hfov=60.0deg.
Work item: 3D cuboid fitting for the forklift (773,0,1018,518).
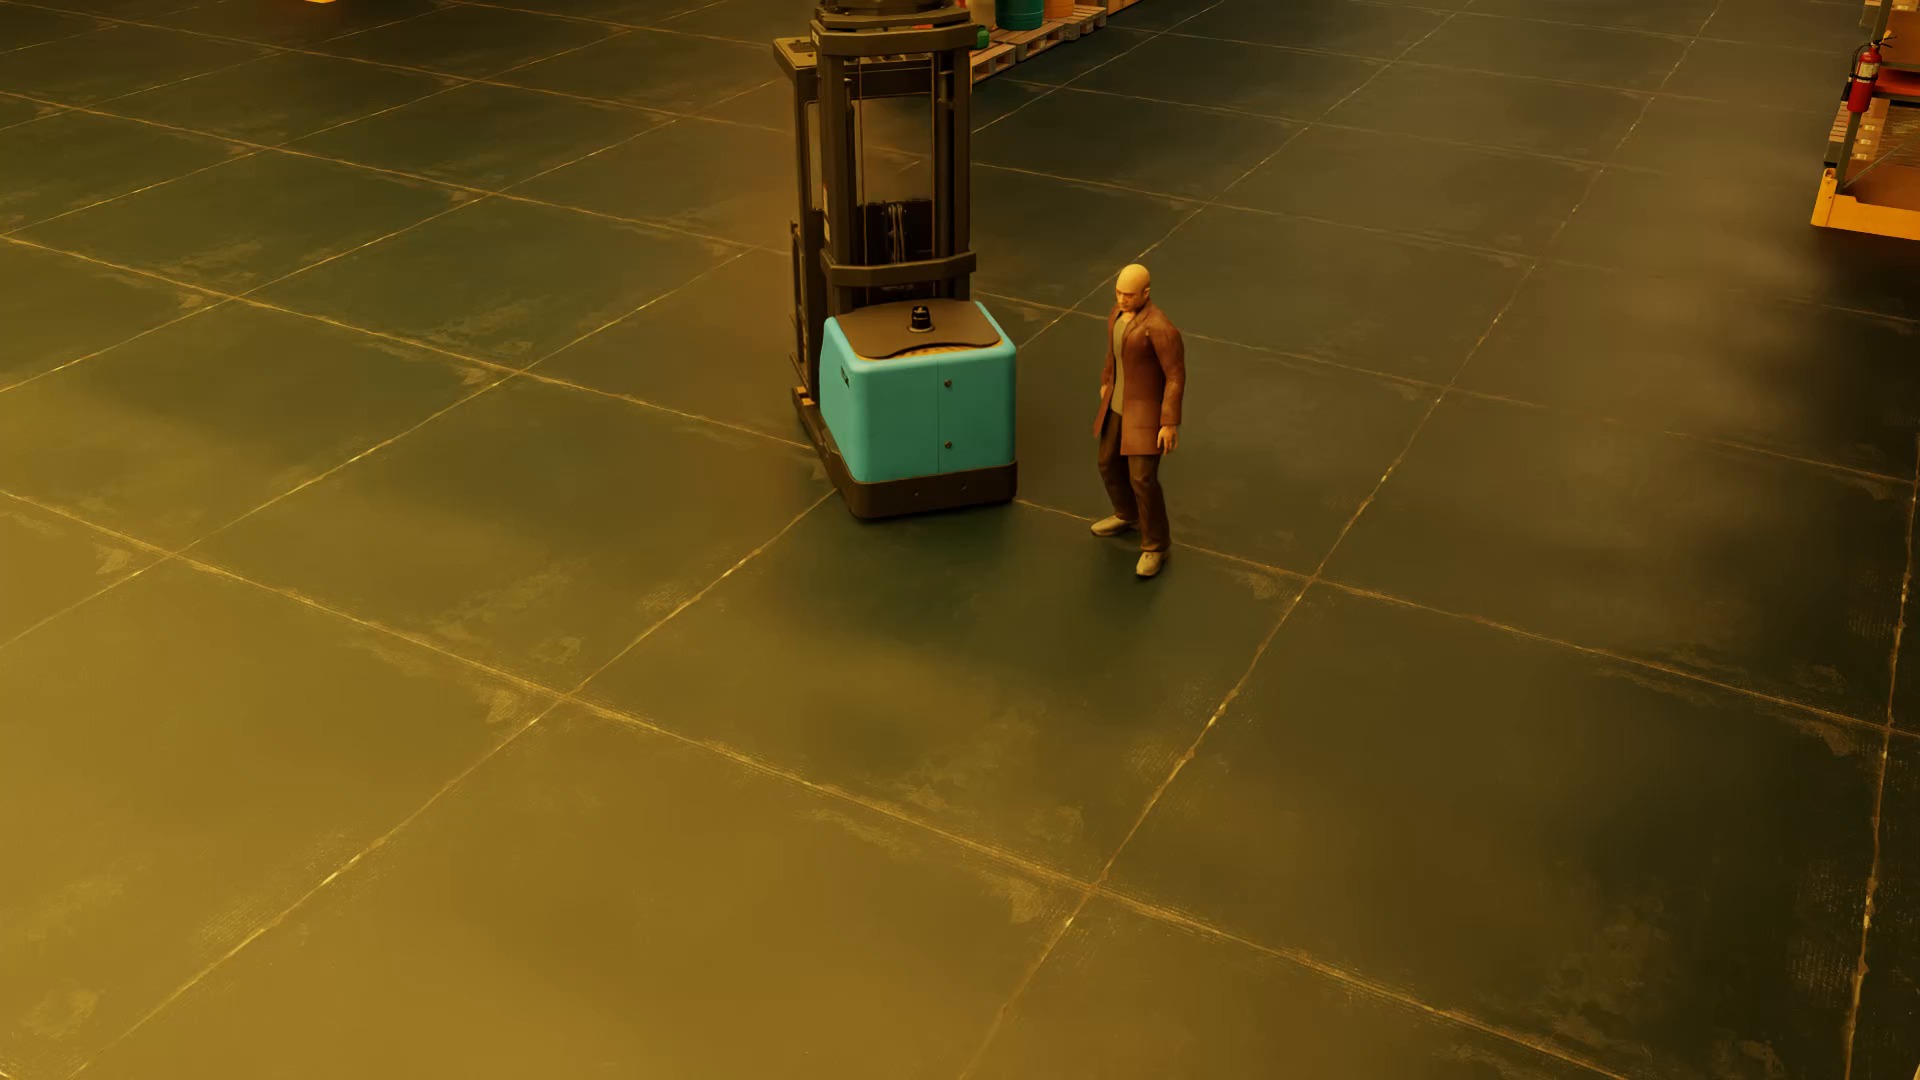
[{"bbox_3d":[-0.541,-2.124,10.752,1.130,2.935,3.031,-8,31,-14],"label":"forklift"}]

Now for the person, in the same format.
[{"bbox_3d":[1.015,-0.758,9.571,0.422,1.751,0.878,-16,34,-25],"label":"person"}]
